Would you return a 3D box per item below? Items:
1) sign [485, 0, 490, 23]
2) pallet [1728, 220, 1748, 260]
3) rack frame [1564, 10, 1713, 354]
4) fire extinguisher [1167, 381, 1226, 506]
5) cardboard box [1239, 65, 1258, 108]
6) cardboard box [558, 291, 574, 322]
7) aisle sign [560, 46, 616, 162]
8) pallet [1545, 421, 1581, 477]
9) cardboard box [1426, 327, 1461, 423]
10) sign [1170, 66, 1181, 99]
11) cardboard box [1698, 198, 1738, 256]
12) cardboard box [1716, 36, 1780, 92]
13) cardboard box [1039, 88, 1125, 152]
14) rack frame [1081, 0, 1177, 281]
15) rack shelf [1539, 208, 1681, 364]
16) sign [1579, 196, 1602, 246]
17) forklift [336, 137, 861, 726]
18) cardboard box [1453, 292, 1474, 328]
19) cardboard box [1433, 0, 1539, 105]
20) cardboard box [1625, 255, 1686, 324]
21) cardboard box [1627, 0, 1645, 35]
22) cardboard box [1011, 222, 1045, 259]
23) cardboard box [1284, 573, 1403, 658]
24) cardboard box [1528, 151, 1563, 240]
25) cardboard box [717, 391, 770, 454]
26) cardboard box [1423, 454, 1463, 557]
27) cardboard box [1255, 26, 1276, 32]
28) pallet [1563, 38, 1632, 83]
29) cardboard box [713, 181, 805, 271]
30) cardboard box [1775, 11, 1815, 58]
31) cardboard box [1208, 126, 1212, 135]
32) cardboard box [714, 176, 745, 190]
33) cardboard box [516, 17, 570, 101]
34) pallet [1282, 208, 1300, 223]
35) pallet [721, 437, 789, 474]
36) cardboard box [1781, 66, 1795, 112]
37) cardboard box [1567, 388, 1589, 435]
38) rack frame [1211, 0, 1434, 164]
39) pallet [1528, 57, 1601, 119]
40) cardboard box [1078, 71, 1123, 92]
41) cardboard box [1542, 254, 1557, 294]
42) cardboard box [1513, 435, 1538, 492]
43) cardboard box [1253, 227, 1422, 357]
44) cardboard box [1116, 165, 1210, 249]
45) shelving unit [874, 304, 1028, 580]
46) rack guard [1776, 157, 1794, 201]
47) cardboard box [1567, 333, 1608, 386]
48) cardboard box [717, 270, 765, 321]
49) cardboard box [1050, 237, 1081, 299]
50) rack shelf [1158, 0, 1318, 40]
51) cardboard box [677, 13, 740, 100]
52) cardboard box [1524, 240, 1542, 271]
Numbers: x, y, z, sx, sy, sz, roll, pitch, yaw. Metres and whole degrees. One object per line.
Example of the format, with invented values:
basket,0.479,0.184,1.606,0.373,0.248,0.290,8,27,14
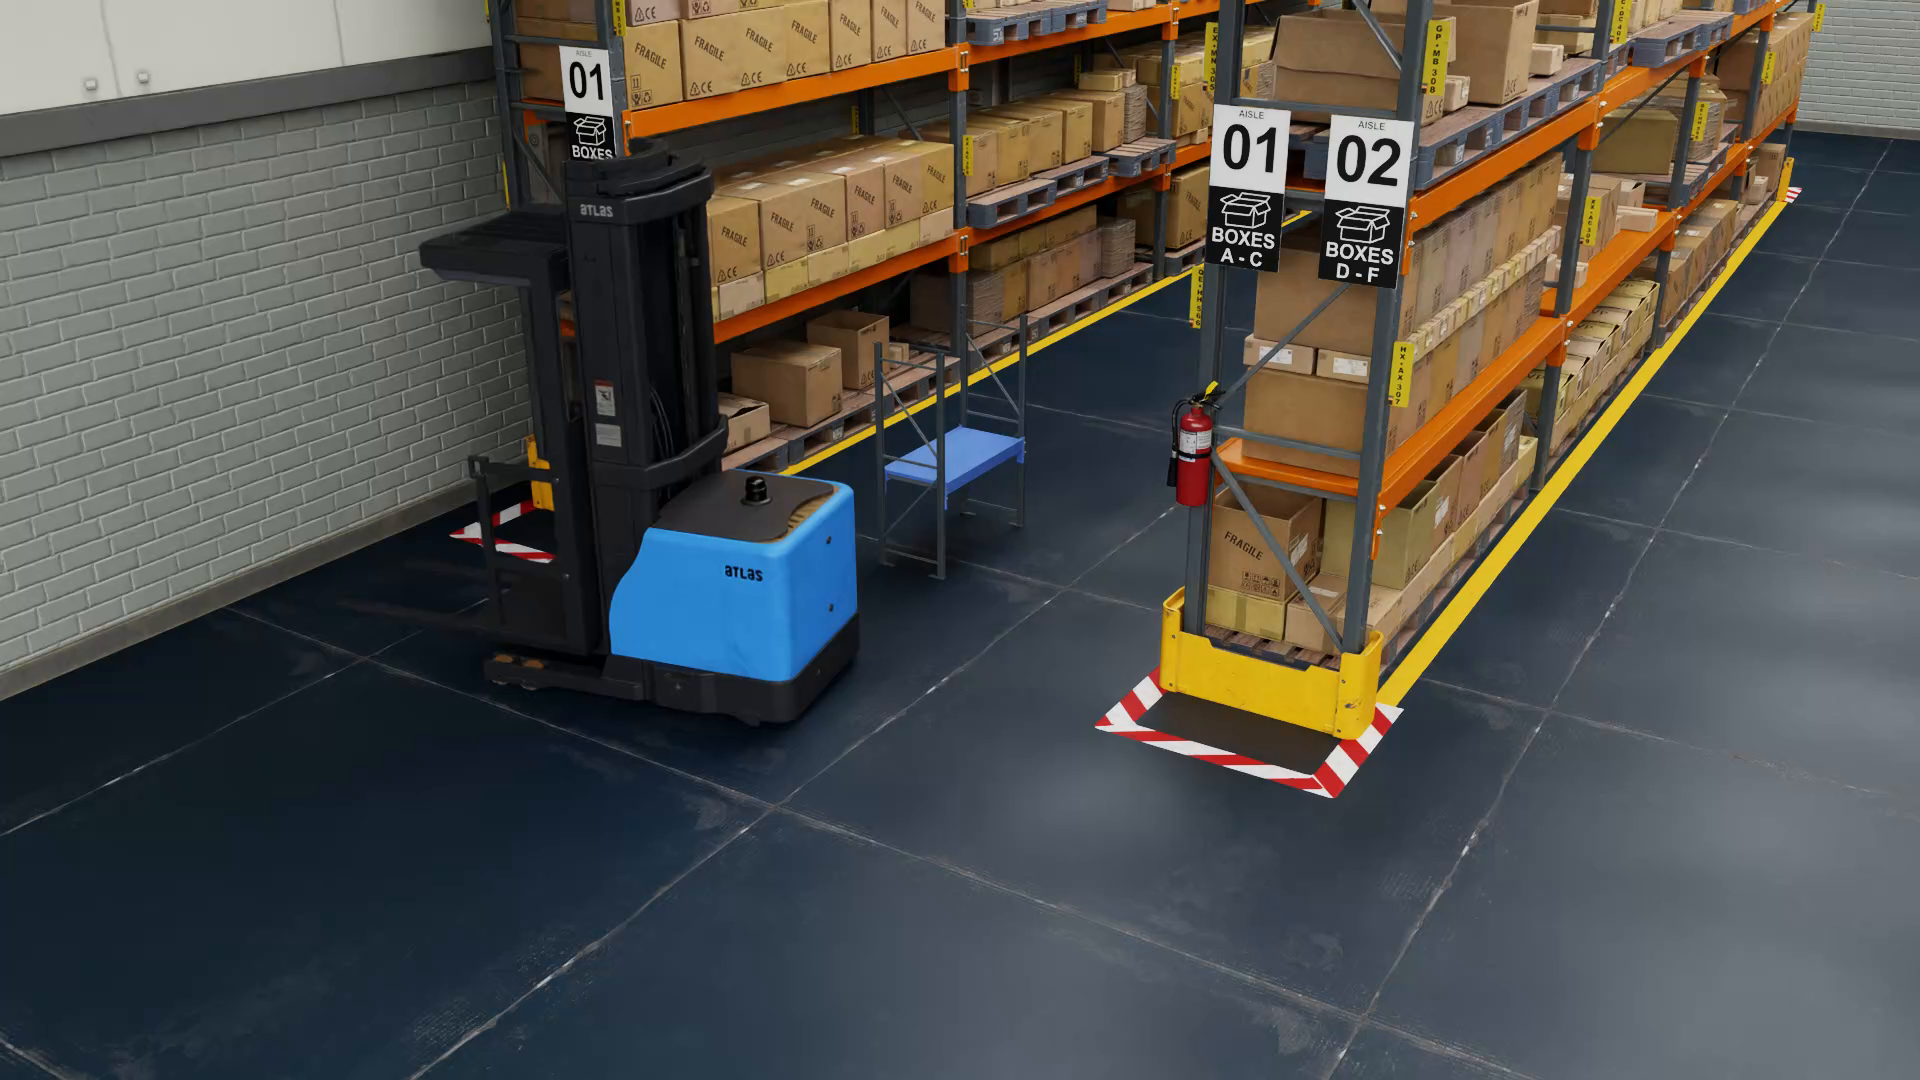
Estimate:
sign,-2.975,-3.439,10.528,0.100,0.325,0.005,14,27,29
pallet,8.389,-3.498,19.065,1.003,0.211,1.213,14,27,29
rack frame,5.916,-3.196,14.858,1.000,3.000,0.127,14,27,29
fire extinguisher,1.239,-0.518,8.769,0.296,0.674,0.183,14,27,29
cardboard box,2.994,-5.055,18.625,0.500,0.500,0.500,15,27,30
cardboard box,-2.432,-1.672,11.500,0.500,0.250,0.500,14,27,30
aisle sign,-2.297,-2.639,10.298,0.394,0.787,0.004,14,27,29
pallet,4.162,-0.824,12.887,1.003,0.211,1.213,14,27,29
cardboard box,2.493,-1.042,9.755,0.700,0.500,0.500,14,27,29
sign,2.172,-4.618,16.783,0.100,0.325,0.005,14,27,29
cardboard box,8.009,-3.375,17.862,0.500,0.500,0.500,14,27,29
cardboard box,8.514,-5.151,17.989,0.500,0.500,0.500,15,27,30
cardboard box,1.195,-4.126,16.326,0.700,0.500,0.500,11,26,24
rack frame,1.706,-4.233,17.253,1.000,3.000,0.127,14,27,29
rack shelf,4.861,-2.191,13.441,1.077,0.370,4.000,14,27,29
sign,4.279,-2.164,11.284,0.100,0.325,0.005,14,27,29
forklift,-2.151,-0.692,9.158,3.031,2.935,1.130,8,25,18
cardboard box,2.764,-1.362,9.679,0.380,0.149,0.250,13,27,28
cardboard box,2.804,-2.679,9.056,0.500,0.500,0.500,14,27,29
cardboard box,6.399,-2.345,15.484,0.500,0.500,0.500,15,28,31
cardboard box,4.867,-3.979,12.551,0.500,0.250,0.500,11,26,25
cardboard box,0.471,-2.860,15.729,0.500,0.250,0.500,13,27,27
cardboard box,2.168,0.438,9.394,0.500,0.250,0.500,14,27,29
cardboard box,3.578,-2.336,11.113,0.700,0.500,0.500,14,27,29
cardboard box,-1.772,-0.908,12.403,0.500,0.311,0.500,16,28,33
cardboard box,2.683,-0.246,10.032,0.500,0.500,0.500,14,27,29
cardboard box,3.787,-5.908,19.652,0.500,0.250,0.500,15,27,30
pallet,4.260,-3.436,11.875,0.805,0.209,1.217,13,26,27
cardboard box,-1.460,-2.254,11.900,0.500,0.500,0.500,13,27,27
cardboard box,10.135,-6.193,20.396,0.500,0.500,0.500,14,27,29
cardboard box,2.586,-4.545,18.264,0.380,0.149,0.250,15,27,30
cardboard box,-1.903,-2.364,12.156,0.500,0.500,0.500,13,27,28
cardboard box,-2.509,-3.159,10.844,0.500,0.500,0.500,16,28,33
pallet,3.473,-4.027,20.287,1.003,0.211,1.213,14,27,29
pallet,-2.016,-0.546,12.245,1.003,0.211,1.213,14,27,29
cardboard box,9.593,-5.391,19.802,0.500,0.500,0.500,14,27,29
cardboard box,4.500,-1.034,12.795,0.500,0.250,0.500,15,27,30
rack frame,1.696,-3.249,7.429,1.000,3.000,0.127,14,27,29
pallet,3.378,-2.889,10.483,1.003,0.211,1.213,14,27,29
cardboard box,1.392,-4.544,16.475,0.380,0.149,0.250,9,25,20
cardboard box,4.029,-1.953,12.174,0.500,0.250,0.500,16,28,32
cardboard box,3.747,-0.575,11.735,0.500,0.250,0.500,14,27,29
cardboard box,1.981,-1.310,8.742,0.700,0.500,0.500,14,27,29
cardboard box,2.205,-3.660,18.106,0.750,0.750,0.750,13,27,28
shelving unit,-0.045,-0.659,10.886,0.538,1.500,1.048,14,27,29
rack guard,10.096,-4.724,21.532,1.175,0.500,0.348,14,27,29
cardboard box,4.776,-1.465,13.084,0.500,0.311,0.500,13,27,27
cardboard box,-1.725,-1.750,11.680,0.500,0.250,0.500,13,27,27
cardboard box,0.762,-2.711,16.329,0.700,0.500,0.500,14,27,29
rack shelf,2.761,-5.955,18.359,1.077,0.370,4.000,14,27,29
cardboard box,-1.812,-3.199,10.937,0.500,0.500,0.500,16,28,32
cardboard box,3.577,-1.881,10.878,0.380,0.149,0.250,13,27,27
